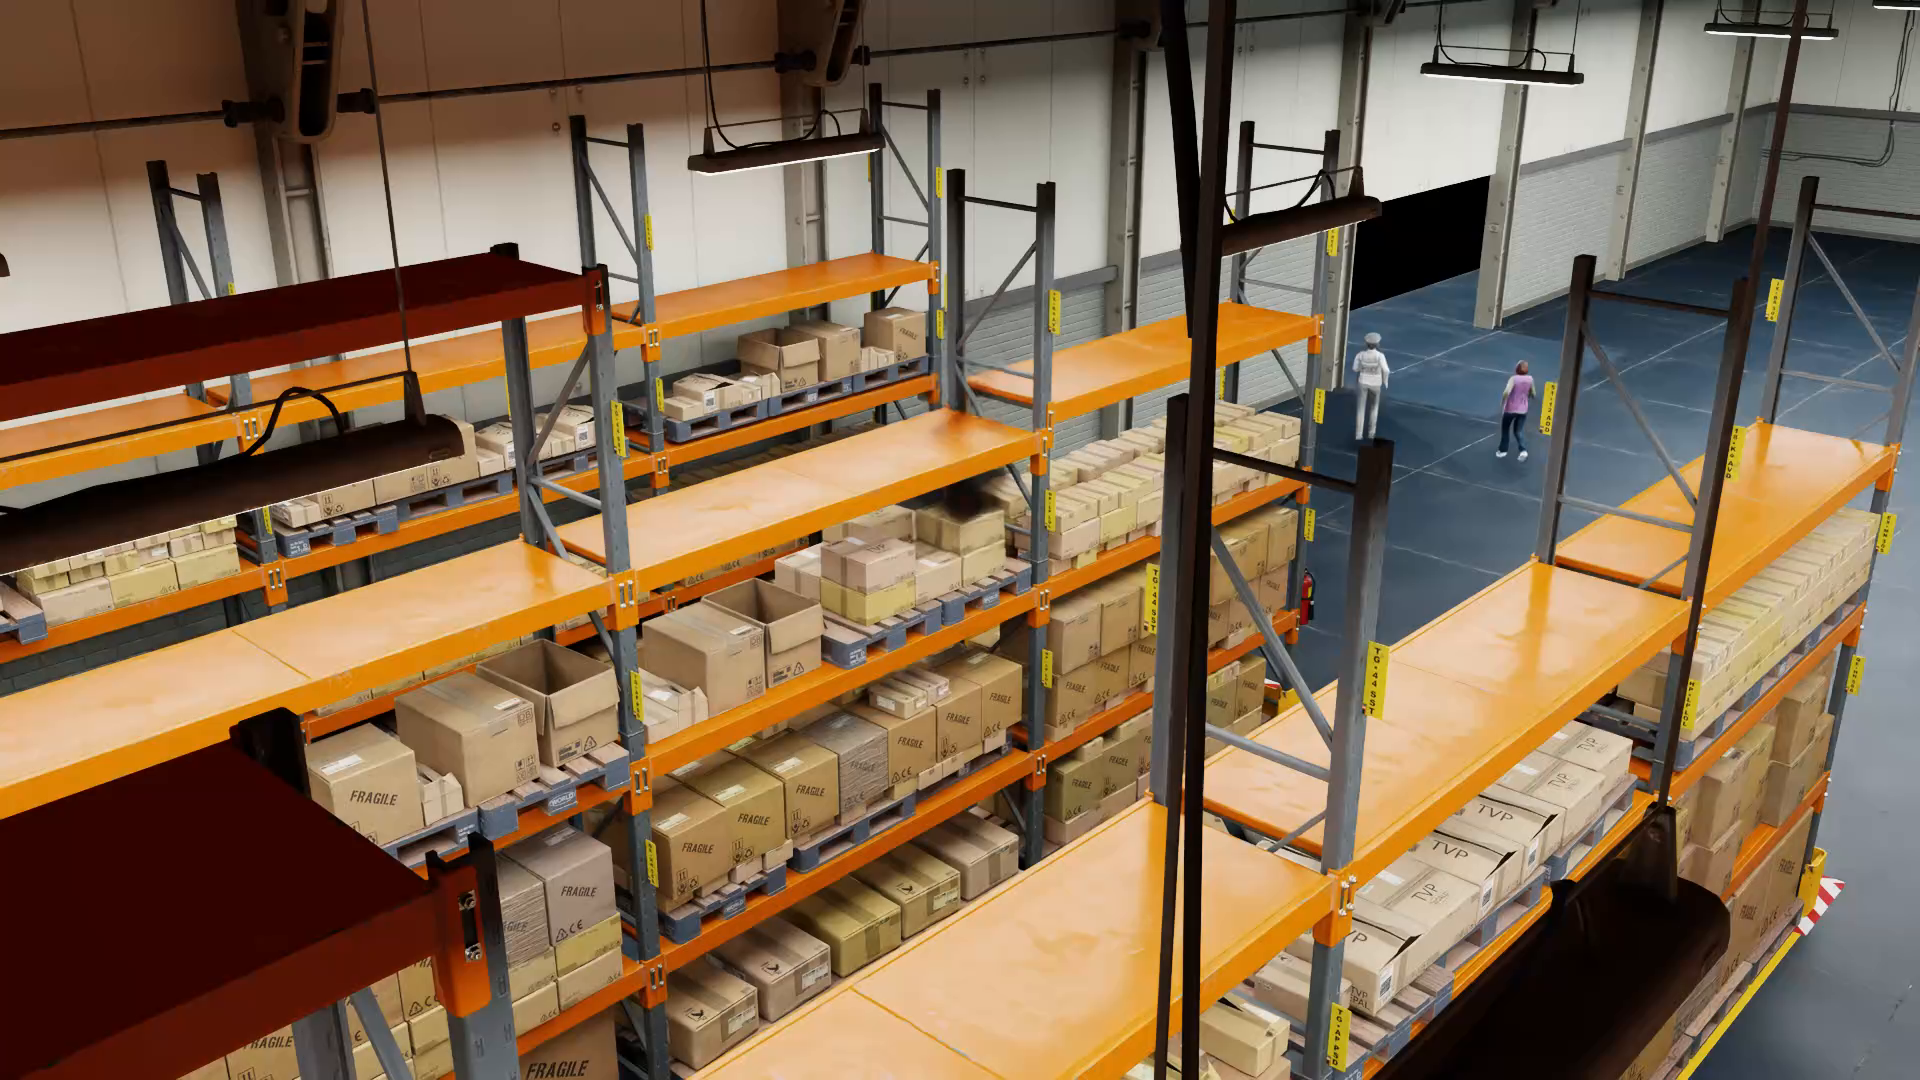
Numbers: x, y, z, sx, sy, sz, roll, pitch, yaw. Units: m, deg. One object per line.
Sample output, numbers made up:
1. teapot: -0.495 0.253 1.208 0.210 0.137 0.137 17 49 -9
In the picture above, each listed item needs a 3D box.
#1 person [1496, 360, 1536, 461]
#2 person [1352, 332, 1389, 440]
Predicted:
1. person: 8.255 -1.897 24.712 0.554 1.591 0.900 0 21 -1
2. person: 6.319 -2.336 25.696 0.589 1.742 0.785 7 22 16
